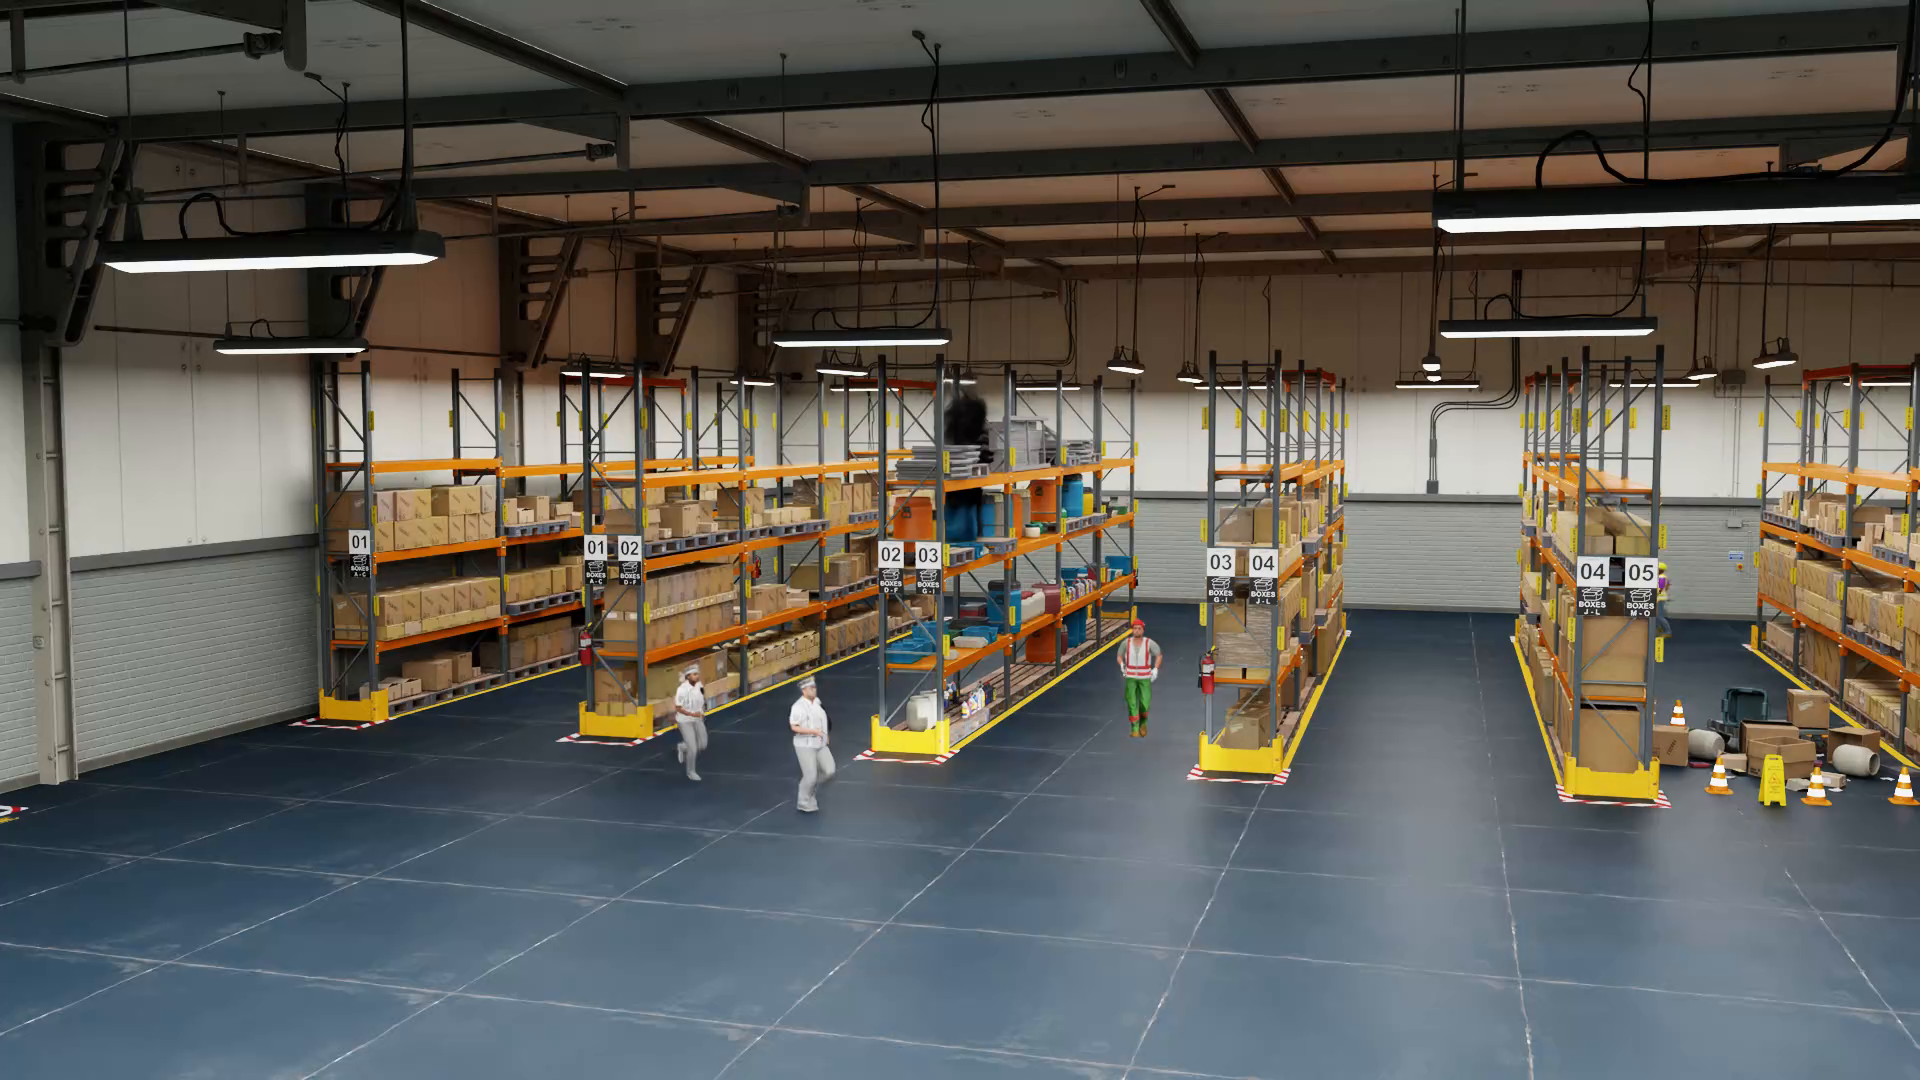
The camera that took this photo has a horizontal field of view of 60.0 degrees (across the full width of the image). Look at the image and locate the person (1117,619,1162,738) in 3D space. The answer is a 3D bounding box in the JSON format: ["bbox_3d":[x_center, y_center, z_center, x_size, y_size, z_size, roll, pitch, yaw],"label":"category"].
[{"bbox_3d":[2.647,2.071,24.697,0.674,1.783,0.558,1,4,12],"label":"person"}]

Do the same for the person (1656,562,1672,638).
[{"bbox_3d":[16.037,1.390,38.257,0.690,1.760,0.680,1,4,14],"label":"person"}]

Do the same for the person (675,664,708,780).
[{"bbox_3d":[-3.735,2.540,23.261,0.643,1.646,0.614,3,5,39],"label":"person"}]

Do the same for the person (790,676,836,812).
[{"bbox_3d":[-1.845,2.608,21.232,0.601,1.744,0.650,3,5,37],"label":"person"}]
